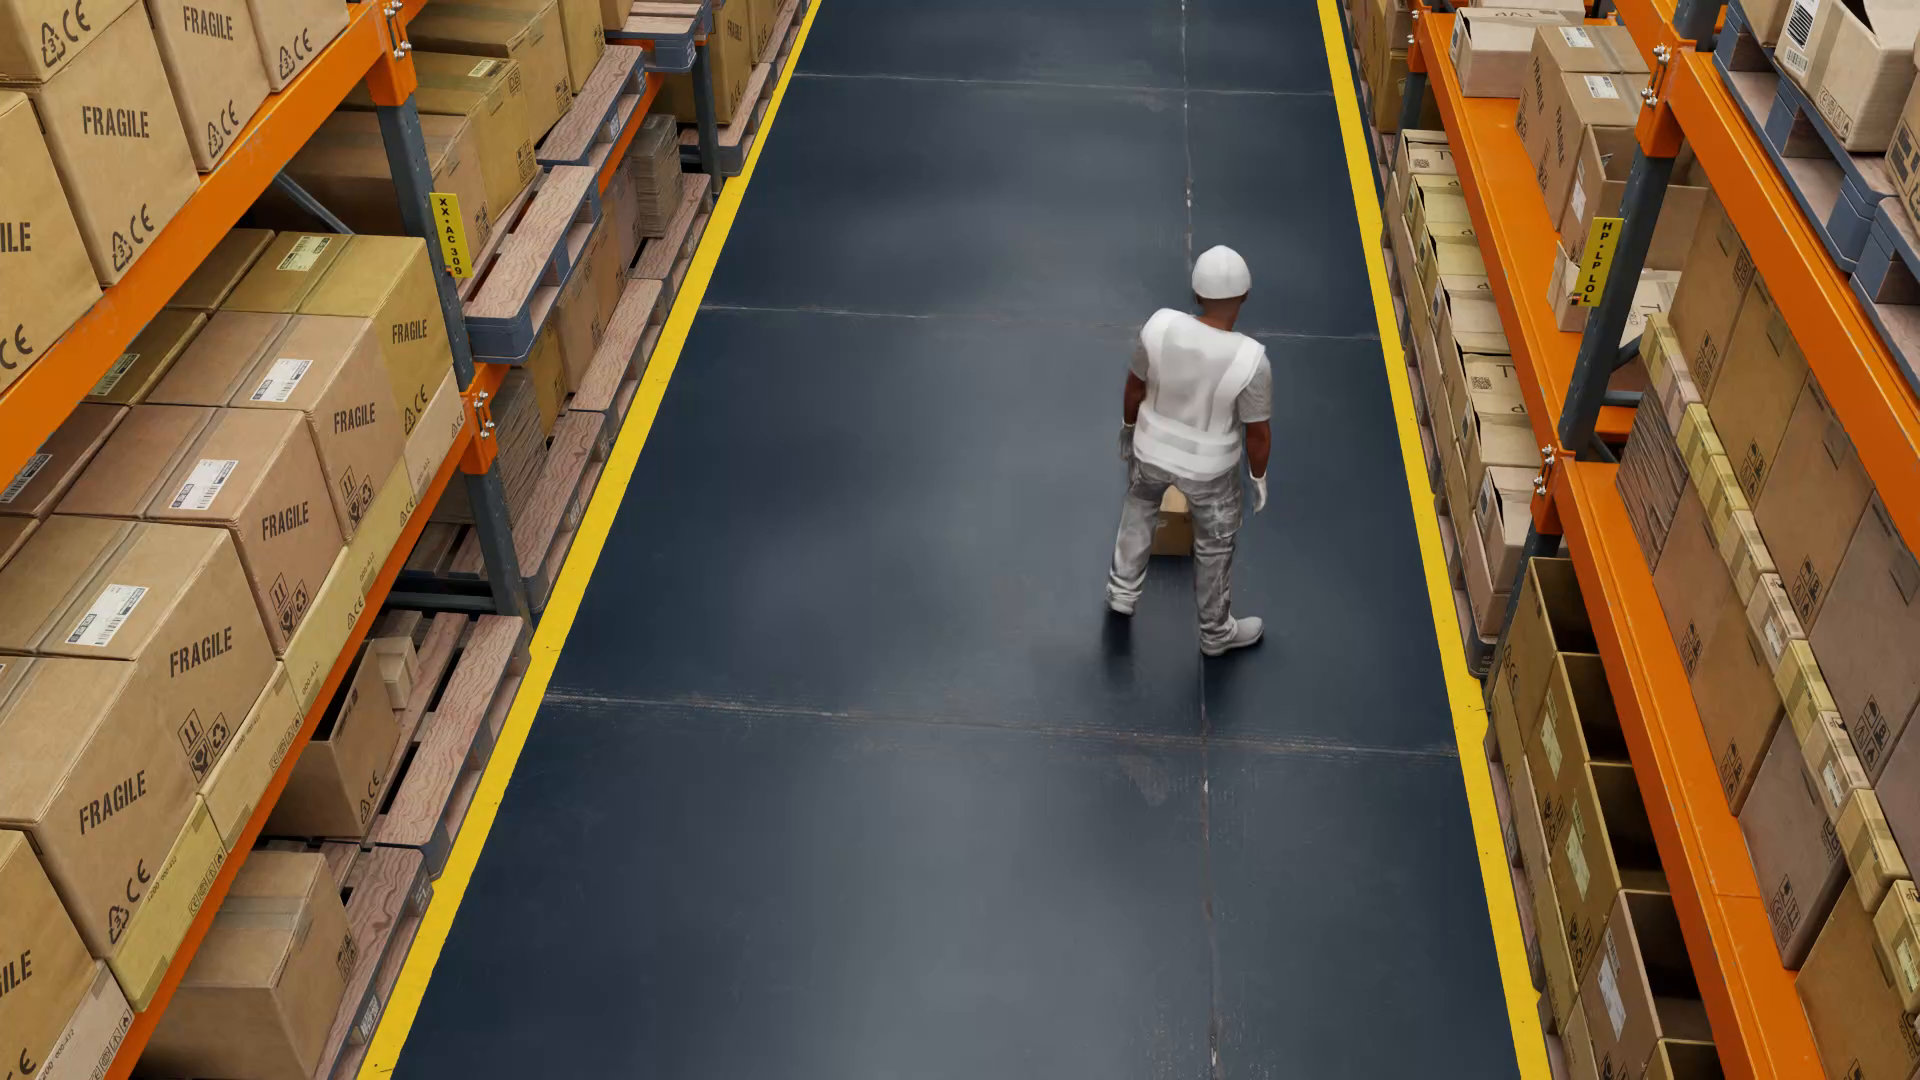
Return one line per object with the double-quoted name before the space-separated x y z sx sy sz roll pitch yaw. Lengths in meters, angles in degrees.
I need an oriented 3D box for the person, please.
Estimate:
"person" 0.921 -0.316 6.510 0.684 1.800 0.411 22 44 24
